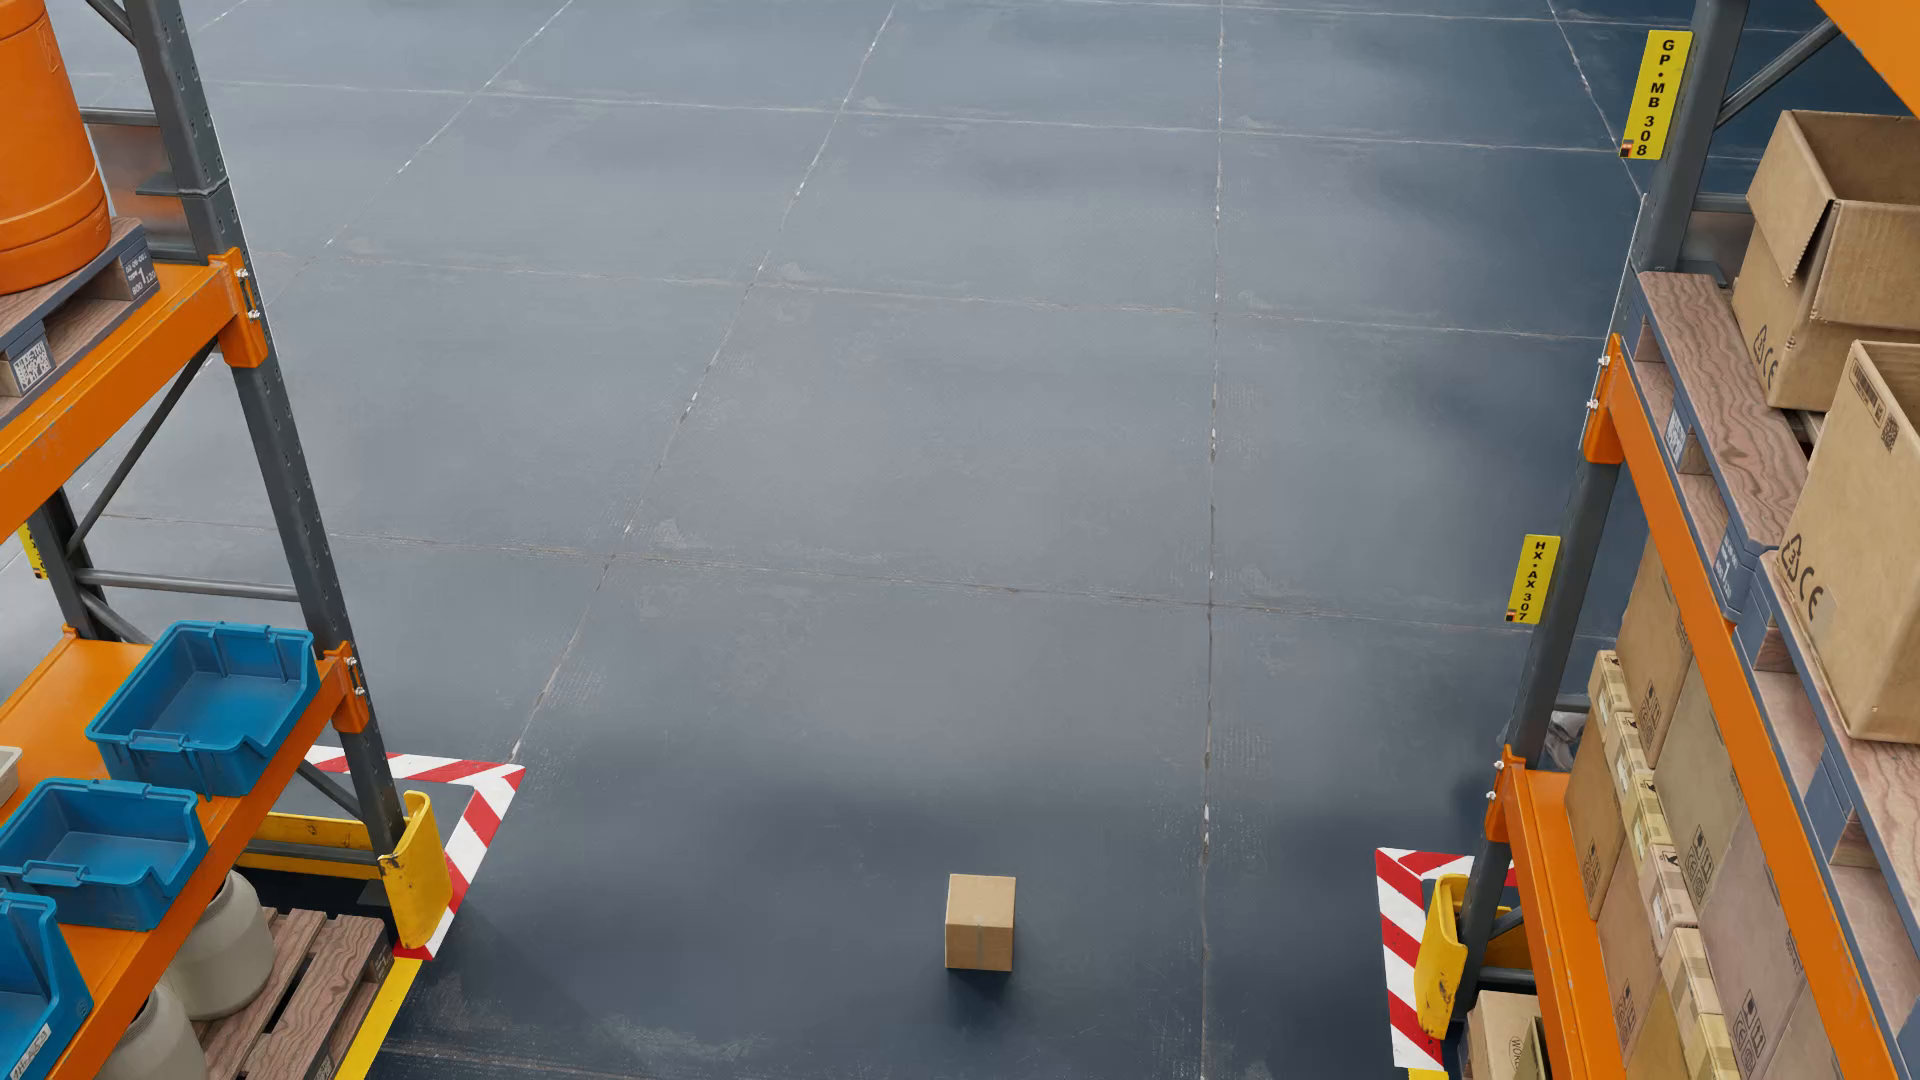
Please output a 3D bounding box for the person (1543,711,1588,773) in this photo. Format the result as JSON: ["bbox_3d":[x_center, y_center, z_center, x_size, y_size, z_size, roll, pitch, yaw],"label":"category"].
[{"bbox_3d":[2.787,0.401,6.467,0.840,1.745,0.576,3,36,5],"label":"person"}]
